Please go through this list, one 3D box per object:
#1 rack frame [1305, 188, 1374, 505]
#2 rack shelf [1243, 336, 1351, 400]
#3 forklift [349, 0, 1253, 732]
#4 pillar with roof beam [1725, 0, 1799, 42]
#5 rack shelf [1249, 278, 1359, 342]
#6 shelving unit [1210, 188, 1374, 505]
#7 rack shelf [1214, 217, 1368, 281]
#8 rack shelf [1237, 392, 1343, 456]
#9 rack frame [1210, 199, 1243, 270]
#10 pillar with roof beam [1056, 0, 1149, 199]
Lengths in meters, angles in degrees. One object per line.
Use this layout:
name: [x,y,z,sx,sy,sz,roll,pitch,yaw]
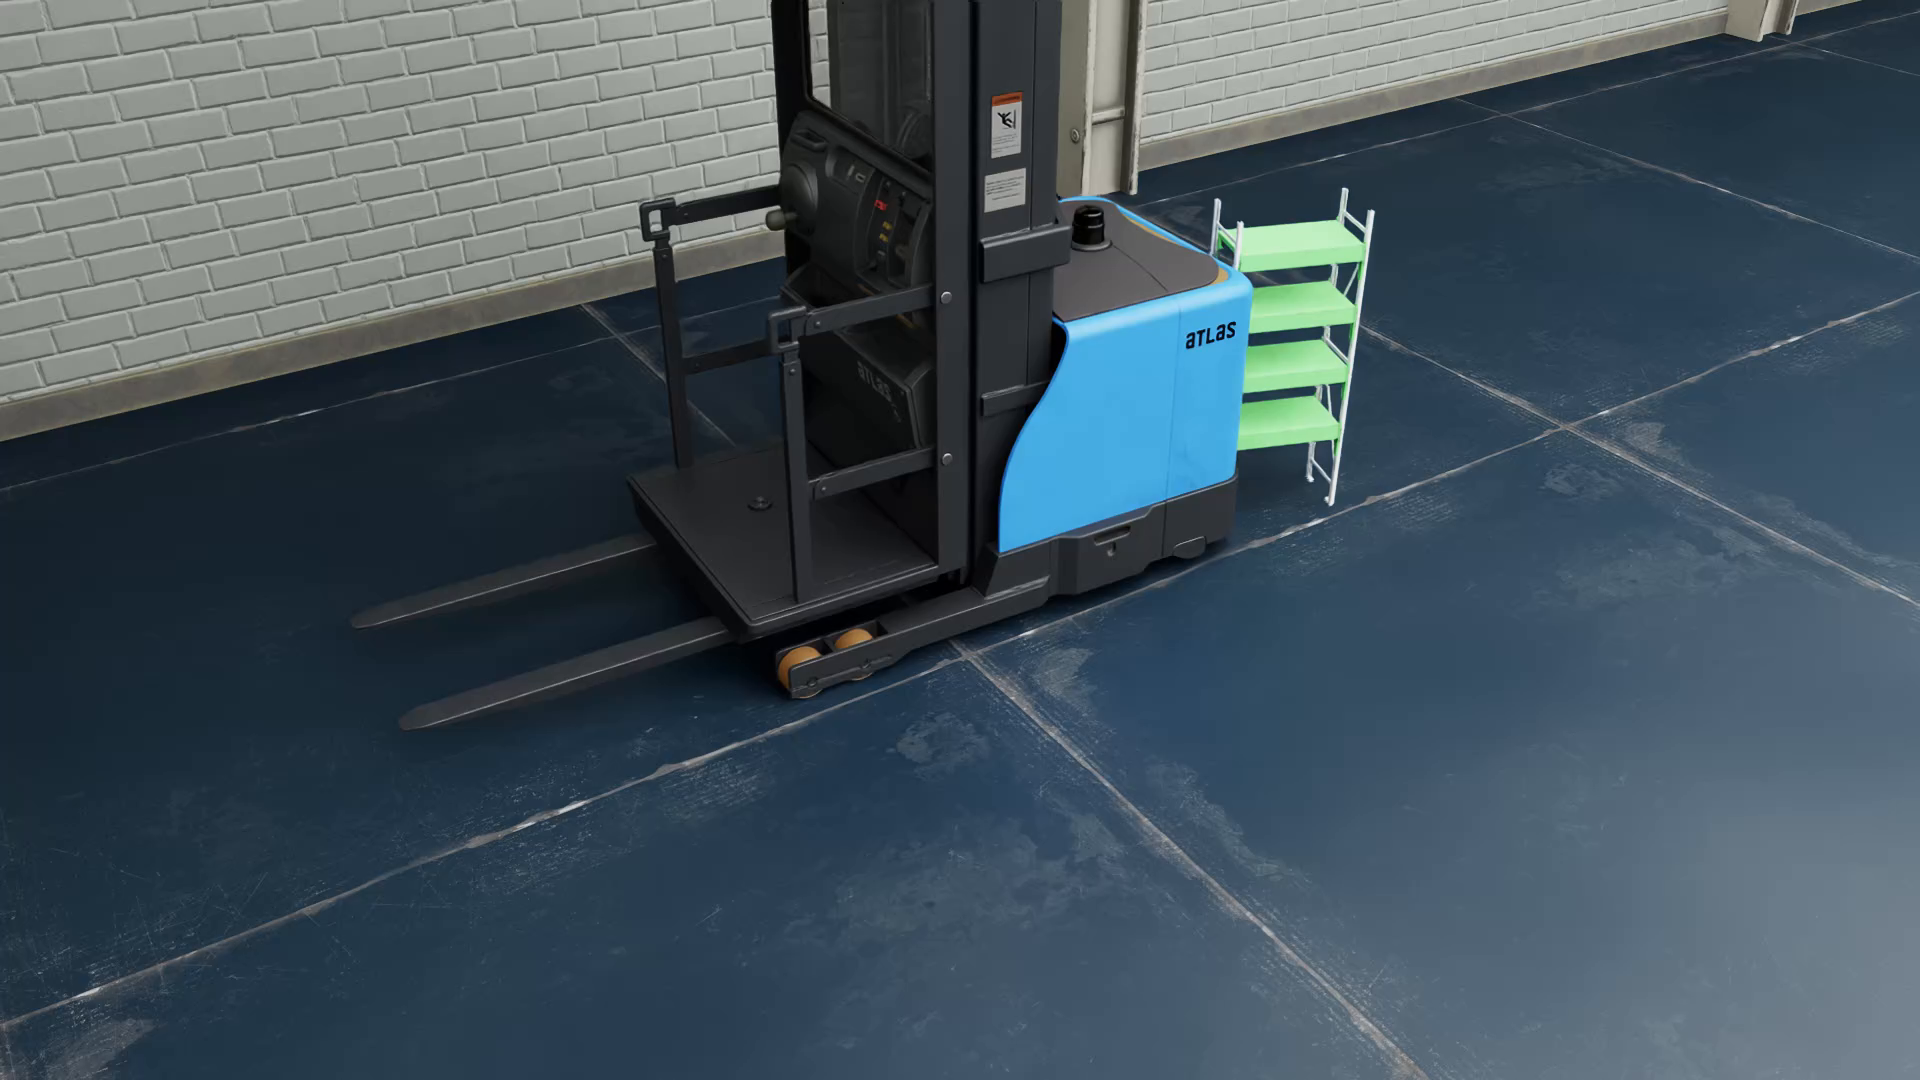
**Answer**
rack frame: [1.418,-0.705,6.243,0.015,1.200,0.240,-7,33,-11]
rack shelf: [1.180,-0.621,6.230,0.480,0.148,0.258,-7,33,-11]
forklift: [-0.516,-1.046,5.160,3.031,2.935,1.130,-17,36,-25]
pillar with roof beam: [8.124,-5.570,6.645,0.400,9.000,9.100,-19,37,-27]
rack shelf: [1.180,-0.824,6.102,0.480,0.148,0.258,-7,33,-11]
shelving unit: [1.180,-0.675,6.196,0.503,1.200,0.258,-7,33,-11]
rack shelf: [1.180,-1.027,5.974,0.480,0.148,0.258,-7,33,-11]
rack shelf: [1.180,-0.418,6.358,0.480,0.148,0.258,-7,33,-11]
rack frame: [0.943,-0.645,6.149,0.015,1.200,0.240,-7,33,-11]
pillar with roof beam: [3.081,-3.835,3.895,0.400,9.000,9.100,-19,37,-27]
